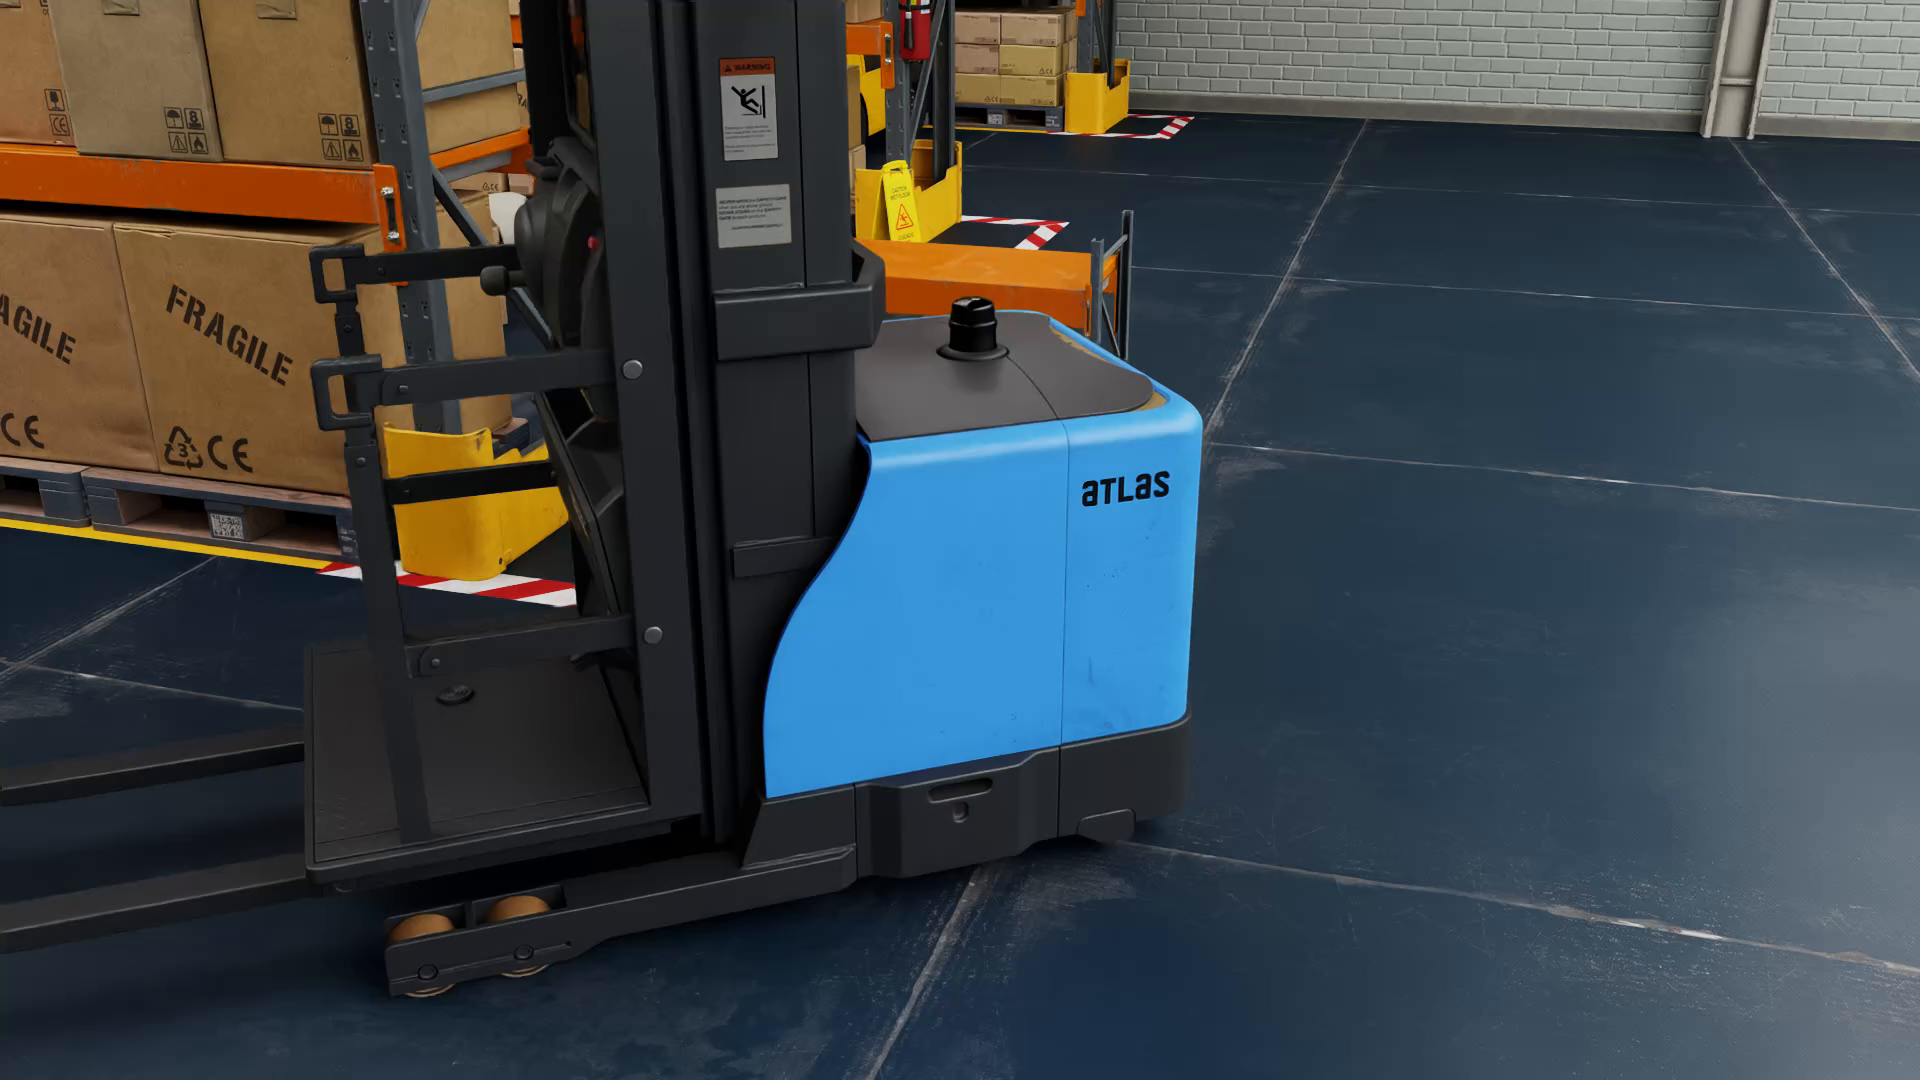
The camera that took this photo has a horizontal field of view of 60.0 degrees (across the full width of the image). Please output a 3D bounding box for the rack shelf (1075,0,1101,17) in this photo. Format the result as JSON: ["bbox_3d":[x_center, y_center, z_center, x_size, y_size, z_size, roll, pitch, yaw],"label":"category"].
[{"bbox_3d":[-0.718,-4.979,14.905,4.000,0.370,1.077,7,23,16],"label":"rack shelf"}]

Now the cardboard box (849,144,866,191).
[{"bbox_3d":[-0.926,-2.400,10.739,0.500,0.250,0.500,6,23,15],"label":"cardboard box"}]

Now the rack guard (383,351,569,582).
[{"bbox_3d":[-1.543,-0.320,5.892,0.348,0.500,1.175,7,23,16],"label":"rack guard"}]

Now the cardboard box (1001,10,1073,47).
[{"bbox_3d":[0.666,-4.415,14.333,0.500,0.250,0.500,7,23,17],"label":"cardboard box"}]

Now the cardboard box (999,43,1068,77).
[{"bbox_3d":[0.641,-4.186,14.434,0.500,0.250,0.500,6,23,15],"label":"cardboard box"}]

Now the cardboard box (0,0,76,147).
[{"bbox_3d":[-2.967,-1.733,5.844,0.550,0.550,0.875,7,23,16],"label":"cardboard box"}]

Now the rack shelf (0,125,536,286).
[{"bbox_3d":[-3.481,-1.366,6.096,4.000,0.370,1.077,7,23,16],"label":"rack shelf"}]

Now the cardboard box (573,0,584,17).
[{"bbox_3d":[-2.383,-3.299,10.192,0.250,0.149,0.380,6,23,15],"label":"cardboard box"}]

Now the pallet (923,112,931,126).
[{"bbox_3d":[-0.712,-4.006,15.258,1.213,0.211,1.003,7,23,15],"label":"pallet"}]

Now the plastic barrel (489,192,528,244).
[{"bbox_3d":[-2.648,-1.774,9.536,0.512,0.421,0.421,-14,26,-30],"label":"plastic barrel"}]

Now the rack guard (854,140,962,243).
[{"bbox_3d":[-0.306,-2.141,10.331,0.348,0.500,1.175,7,23,16],"label":"rack guard"}]

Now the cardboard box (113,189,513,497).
[{"bbox_3d":[-2.235,-0.741,5.871,0.875,0.875,0.875,7,23,16],"label":"cardboard box"}]

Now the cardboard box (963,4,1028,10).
[{"bbox_3d":[0.312,-4.653,14.912,0.500,0.250,0.500,7,23,16],"label":"cardboard box"}]

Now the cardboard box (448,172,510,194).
[{"bbox_3d":[-3.062,-2.433,10.818,0.500,0.250,0.500,8,24,19],"label":"cardboard box"}]

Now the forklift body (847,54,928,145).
[{"bbox_3d":[-1.145,-4.245,13.286,1.214,2.155,2.313,7,23,16],"label":"forklift body"}]

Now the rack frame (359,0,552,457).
[{"bbox_3d":[-1.566,-1.480,5.425,0.127,3.000,1.000,7,23,16],"label":"rack frame"}]

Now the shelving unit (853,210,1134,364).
[{"bbox_3d":[-0.006,-0.521,5.558,1.048,1.125,0.538,7,23,16],"label":"shelving unit"}]

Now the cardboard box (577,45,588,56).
[{"bbox_3d":[-3.135,-4.680,15.803,0.625,0.625,0.875,8,24,18],"label":"cardboard box"}]

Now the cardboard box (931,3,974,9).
[{"bbox_3d":[-0.164,-4.711,15.056,0.500,0.250,0.500,6,23,15],"label":"cardboard box"}]

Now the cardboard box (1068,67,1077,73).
[{"bbox_3d":[0.783,-4.140,14.980,0.500,0.250,0.500,7,23,16],"label":"cardboard box"}]

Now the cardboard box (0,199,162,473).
[{"bbox_3d":[-3.078,-0.837,6.104,0.875,0.875,0.875,6,23,15],"label":"cardboard box"}]

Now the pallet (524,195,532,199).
[{"bbox_3d":[-2.238,-2.244,10.962,1.213,0.211,1.003,7,23,16],"label":"pallet"}]

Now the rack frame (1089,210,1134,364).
[{"bbox_3d":[0.480,-0.465,5.422,0.032,1.125,0.500,7,23,16],"label":"rack frame"}]

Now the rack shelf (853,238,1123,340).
[{"bbox_3d":[-0.006,-0.792,5.447,1.000,0.278,0.538,7,23,16],"label":"rack shelf"}]

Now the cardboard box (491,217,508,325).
[{"bbox_3d":[-2.646,-1.407,8.537,0.637,0.503,0.797,-9,24,-21],"label":"cardboard box"}]

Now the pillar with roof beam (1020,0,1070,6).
[{"bbox_3d":[-0.453,-6.708,10.266,0.400,9.000,9.100,7,23,16],"label":"pillar with roof beam"}]

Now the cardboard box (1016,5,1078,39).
[{"bbox_3d":[0.791,-4.599,14.782,0.500,0.250,0.500,6,23,15],"label":"cardboard box"}]

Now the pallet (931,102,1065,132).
[{"bbox_3d":[0.453,-3.872,14.930,1.213,0.211,1.003,7,23,16],"label":"pallet"}]

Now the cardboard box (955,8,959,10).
[{"bbox_3d":[-0.311,-4.520,14.590,0.500,0.250,0.500,7,23,16],"label":"cardboard box"}]

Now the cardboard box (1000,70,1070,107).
[{"bbox_3d":[0.656,-3.952,14.521,0.500,0.250,0.500,7,23,16],"label":"cardboard box"}]

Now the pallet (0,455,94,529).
[{"bbox_3d":[-3.519,-0.383,6.426,1.213,0.211,1.003,7,23,15],"label":"pallet"}]

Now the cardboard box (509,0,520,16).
[{"bbox_3d":[-2.632,-3.317,10.234,0.250,0.149,0.380,7,23,16],"label":"cardboard box"}]

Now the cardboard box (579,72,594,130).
[{"bbox_3d":[-2.057,-2.665,10.396,0.500,0.500,0.500,6,23,14],"label":"cardboard box"}]

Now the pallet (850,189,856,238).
[{"bbox_3d":[-1.074,-2.109,10.634,1.213,0.211,1.003,7,23,16],"label":"pallet"}]

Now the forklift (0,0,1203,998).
[{"bbox_3d":[-1.019,-0.633,3.451,3.031,2.935,1.130,-8,24,-18],"label":"forklift"}]

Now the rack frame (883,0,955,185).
[{"bbox_3d":[-0.233,-3.289,9.836,0.127,3.000,1.000,7,23,16],"label":"rack frame"}]

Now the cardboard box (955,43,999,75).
[{"bbox_3d":[0.164,-4.245,14.578,0.500,0.250,0.500,6,23,15],"label":"cardboard box"}]

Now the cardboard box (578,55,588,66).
[{"bbox_3d":[-2.443,-2.919,11.015,0.500,0.500,0.500,8,24,18],"label":"cardboard box"}]

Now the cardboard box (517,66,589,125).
[{"bbox_3d":[-2.564,-2.722,10.535,0.500,0.500,0.500,8,24,18],"label":"cardboard box"}]

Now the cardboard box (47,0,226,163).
[{"bbox_3d":[-2.468,-1.626,5.583,0.550,0.550,0.875,7,23,16],"label":"cardboard box"}]

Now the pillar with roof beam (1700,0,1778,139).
[{"bbox_3d":[5.291,-6.050,8.663,0.400,9.000,9.100,7,23,16],"label":"pillar with roof beam"}]

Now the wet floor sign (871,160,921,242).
[{"bbox_3d":[-0.360,-1.790,9.284,0.232,0.644,0.267,16,27,34],"label":"wet floor sign"}]

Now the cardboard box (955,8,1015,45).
[{"bbox_3d":[0.175,-4.469,14.464,0.500,0.250,0.500,7,23,16],"label":"cardboard box"}]

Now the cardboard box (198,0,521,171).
[{"bbox_3d":[-1.935,-1.573,5.455,0.550,0.550,0.875,7,23,16],"label":"cardboard box"}]

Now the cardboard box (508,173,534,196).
[{"bbox_3d":[-2.553,-2.375,10.678,0.500,0.250,0.500,6,23,15],"label":"cardboard box"}]

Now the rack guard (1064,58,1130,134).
[{"bbox_3d":[1.220,-3.934,14.702,0.348,0.500,1.175,7,23,16],"label":"rack guard"}]

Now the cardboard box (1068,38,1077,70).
[{"bbox_3d":[0.807,-4.373,14.890,0.500,0.250,0.500,7,23,16],"label":"cardboard box"}]

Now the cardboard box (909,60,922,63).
[{"bbox_3d":[-0.337,-4.294,14.697,0.500,0.250,0.500,6,23,14],"label":"cardboard box"}]

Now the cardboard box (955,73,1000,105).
[{"bbox_3d":[0.182,-4.010,14.663,0.500,0.250,0.500,7,23,15],"label":"cardboard box"}]

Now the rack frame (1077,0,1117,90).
[{"bbox_3d":[1.197,-5.093,14.234,0.127,3.000,1.000,7,23,16],"label":"rack frame"}]

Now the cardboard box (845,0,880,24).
[{"bbox_3d":[-0.653,-3.136,9.794,0.250,0.149,0.380,7,23,17],"label":"cardboard box"}]

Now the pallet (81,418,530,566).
[{"bbox_3d":[-2.355,-0.249,6.098,1.213,0.211,1.003,7,23,15],"label":"pallet"}]

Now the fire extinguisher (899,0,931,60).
[{"bbox_3d":[-0.257,-3.073,9.412,0.183,0.674,0.296,7,23,16],"label":"fire extinguisher"}]

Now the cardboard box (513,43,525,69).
[{"bbox_3d":[-2.722,-3.014,10.393,0.250,0.149,0.380,8,24,19],"label":"cardboard box"}]

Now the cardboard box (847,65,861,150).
[{"bbox_3d":[-0.949,-2.750,10.602,0.500,0.500,0.500,6,23,14],"label":"cardboard box"}]

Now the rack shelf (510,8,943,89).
[{"bbox_3d":[-2.148,-3.176,10.507,4.000,0.370,1.077,7,23,16],"label":"rack shelf"}]

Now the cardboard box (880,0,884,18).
[{"bbox_3d":[-0.499,-3.285,10.158,0.250,0.149,0.380,7,23,16],"label":"cardboard box"}]
